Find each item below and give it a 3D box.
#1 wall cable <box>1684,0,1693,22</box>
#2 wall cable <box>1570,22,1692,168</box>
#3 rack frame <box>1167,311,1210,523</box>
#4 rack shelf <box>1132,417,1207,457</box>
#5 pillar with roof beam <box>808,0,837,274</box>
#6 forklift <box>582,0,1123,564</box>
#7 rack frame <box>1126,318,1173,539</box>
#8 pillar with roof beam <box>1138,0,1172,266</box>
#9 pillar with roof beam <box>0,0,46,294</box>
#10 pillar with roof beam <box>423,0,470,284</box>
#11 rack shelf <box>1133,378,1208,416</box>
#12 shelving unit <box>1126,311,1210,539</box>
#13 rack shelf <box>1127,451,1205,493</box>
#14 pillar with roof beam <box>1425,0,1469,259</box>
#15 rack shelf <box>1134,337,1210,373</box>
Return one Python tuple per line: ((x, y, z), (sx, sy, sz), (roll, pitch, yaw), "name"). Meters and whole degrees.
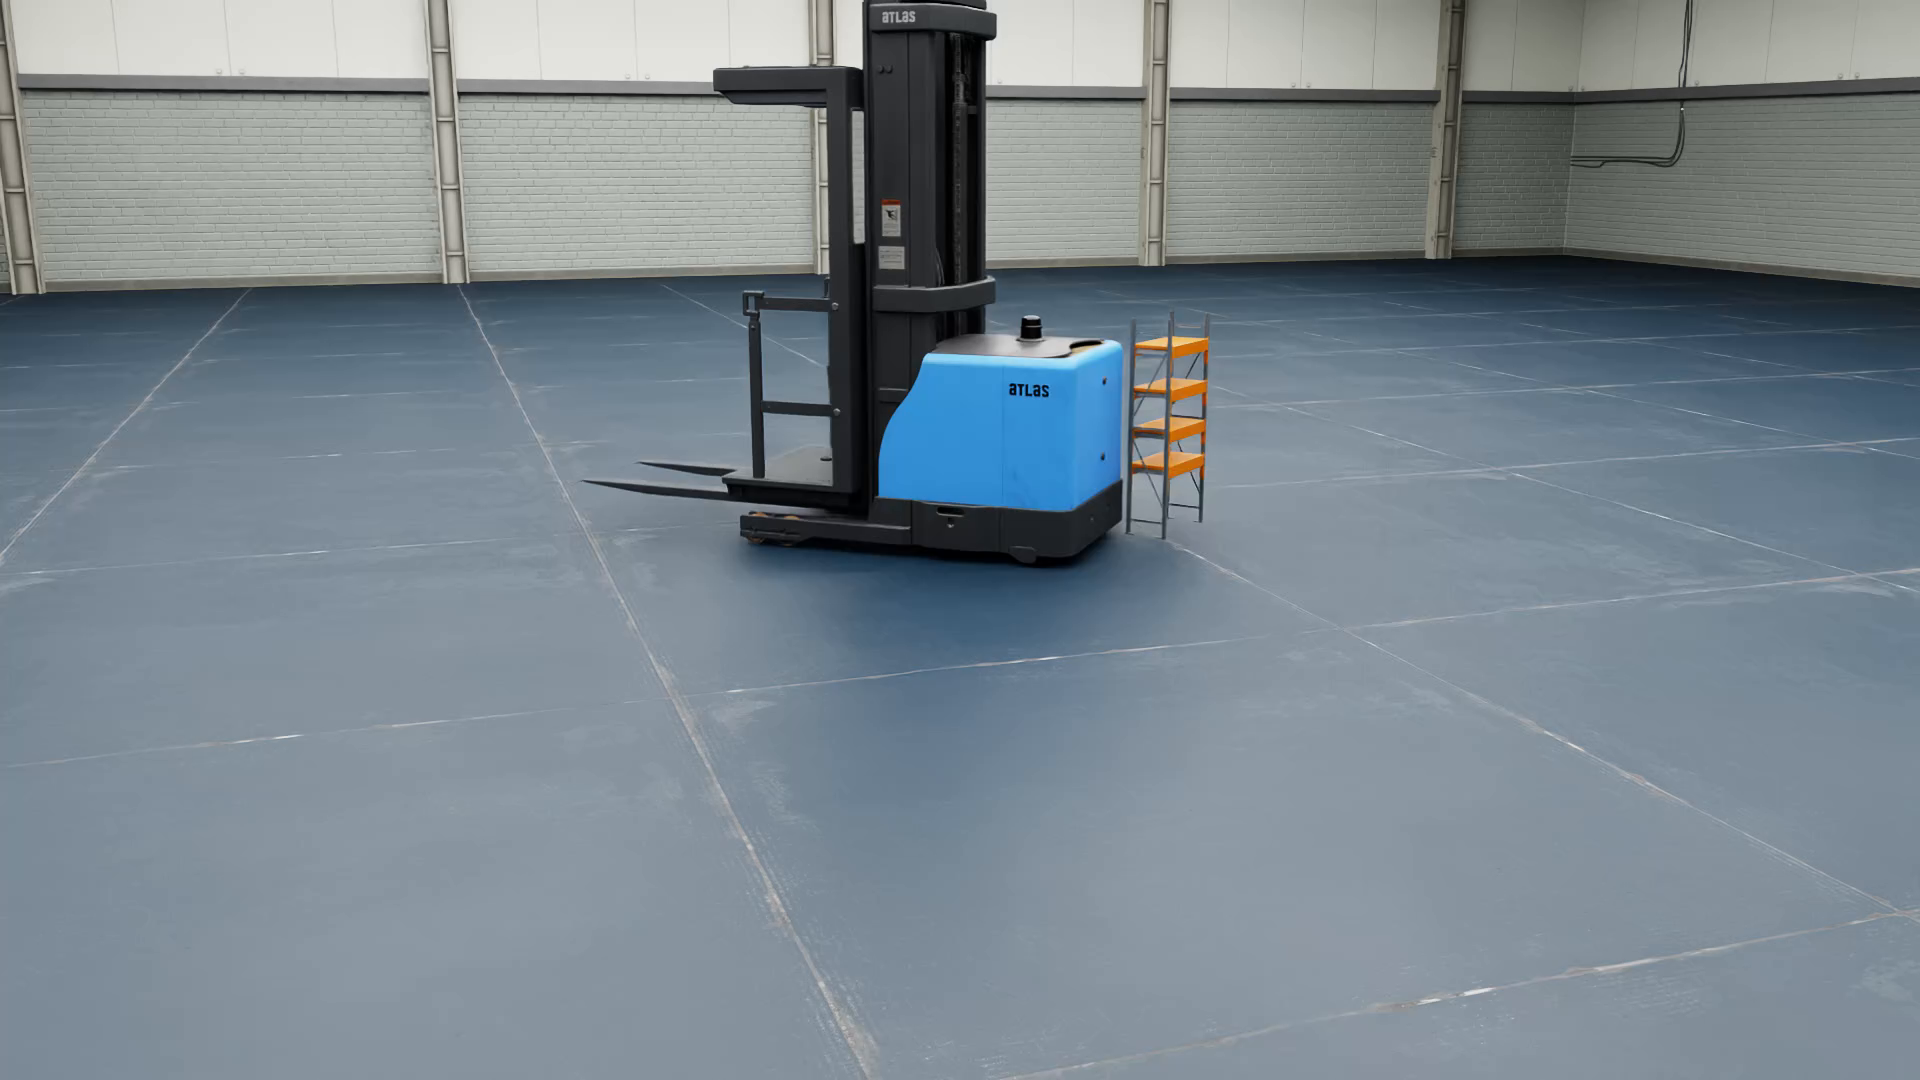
((13.206, -10.043, 27.713), (0.112, 2.526, 3.097), (-4, 14, -18), "wall cable")
((12.343, -8.179, 30.792), (0.112, 2.526, 3.097), (-4, 14, -18), "wall cable")
((1.292, -0.700, 9.491), (0.240, 1.200, 0.015), (8, 16, 31), "rack frame")
((1.162, -0.586, 9.305), (0.258, 0.148, 0.480), (8, 16, 31), "rack shelf")
((-0.871, -7.932, 23.045), (0.400, 9.000, 9.100), (-4, 14, -18), "pillar with roof beam")
((-0.663, -1.499, 9.112), (3.031, 2.935, 1.130), (5, 14, 21), "forklift")
((1.032, -0.604, 9.089), (0.240, 1.200, 0.015), (8, 16, 31), "rack frame")
((4.815, -8.375, 24.907), (0.400, 9.000, 9.100), (-4, 14, -18), "pillar with roof beam")
((-12.245, -7.047, 19.322), (0.400, 9.000, 9.100), (-4, 14, -18), "pillar with roof beam")
((-6.558, -7.490, 21.183), (0.400, 9.000, 9.100), (-4, 14, -18), "pillar with roof beam")
((1.162, -0.804, 9.254), (0.258, 0.148, 0.480), (8, 16, 31), "rack shelf")
((1.162, -0.652, 9.290), (0.258, 1.200, 0.503), (8, 16, 31), "shelving unit")
((1.162, -0.393, 9.351), (0.258, 0.148, 0.480), (8, 16, 31), "rack shelf")
((10.502, -8.818, 26.768), (0.400, 9.000, 9.100), (-4, 14, -18), "pillar with roof beam")
((1.162, -1.034, 9.199), (0.258, 0.148, 0.480), (8, 16, 31), "rack shelf")
